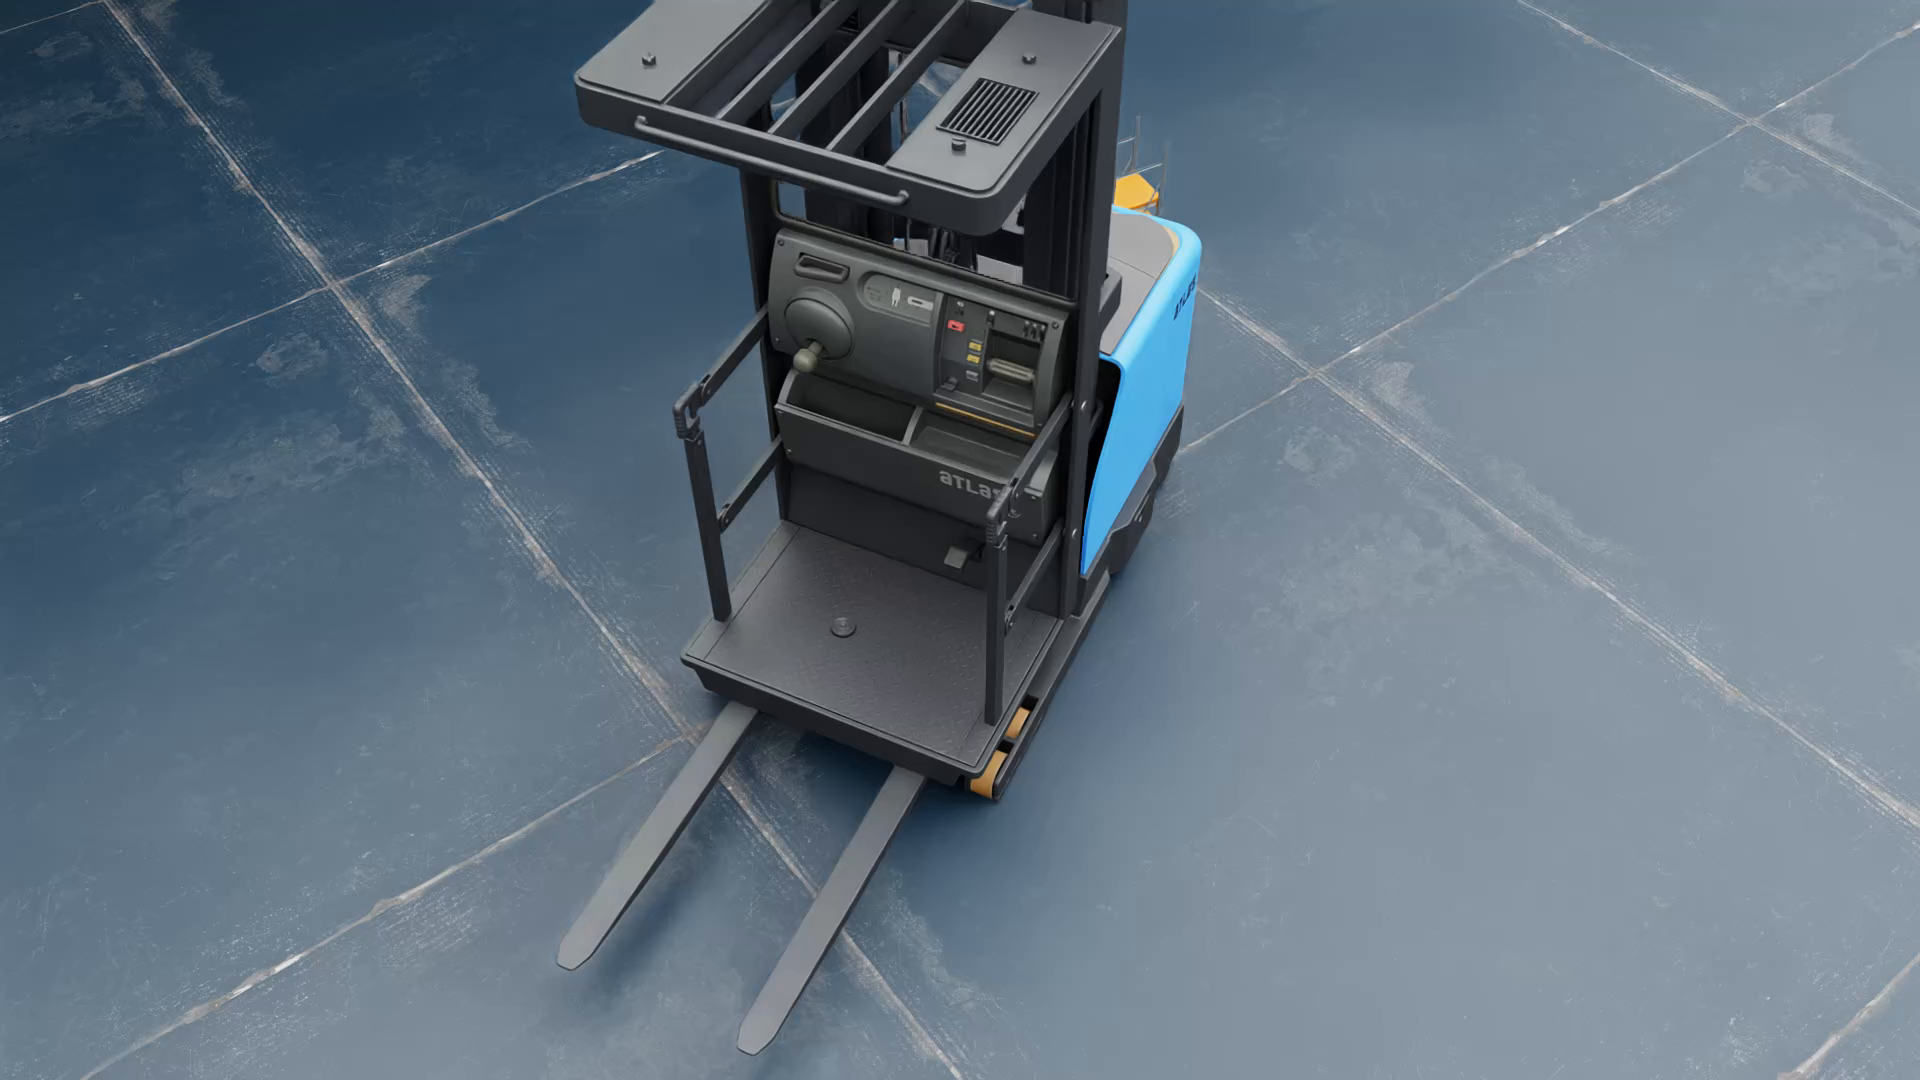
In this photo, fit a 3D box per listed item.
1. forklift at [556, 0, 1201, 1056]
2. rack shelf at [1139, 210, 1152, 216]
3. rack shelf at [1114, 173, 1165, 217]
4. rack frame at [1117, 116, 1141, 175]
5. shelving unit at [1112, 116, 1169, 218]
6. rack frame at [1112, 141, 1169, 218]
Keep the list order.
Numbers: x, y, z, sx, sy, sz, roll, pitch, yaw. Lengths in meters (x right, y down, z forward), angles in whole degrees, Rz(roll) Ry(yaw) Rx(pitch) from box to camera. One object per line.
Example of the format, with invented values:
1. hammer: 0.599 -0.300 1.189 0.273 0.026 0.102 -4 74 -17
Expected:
1. forklift: -0.229 -0.513 4.736 1.130 2.935 3.031 19 51 17
2. rack shelf: 0.596 -1.160 6.226 0.258 0.103 0.180 -23 51 -19
3. rack shelf: 0.596 -1.241 6.138 0.258 0.103 0.180 -23 51 -19
4. rack frame: 0.552 -1.087 6.425 0.240 1.200 0.006 -23 51 -19
5. shelving unit: 0.597 -1.028 6.371 0.258 1.200 0.189 -23 51 -19
6. rack frame: 0.642 -0.969 6.317 0.240 1.200 0.006 -23 51 -19
